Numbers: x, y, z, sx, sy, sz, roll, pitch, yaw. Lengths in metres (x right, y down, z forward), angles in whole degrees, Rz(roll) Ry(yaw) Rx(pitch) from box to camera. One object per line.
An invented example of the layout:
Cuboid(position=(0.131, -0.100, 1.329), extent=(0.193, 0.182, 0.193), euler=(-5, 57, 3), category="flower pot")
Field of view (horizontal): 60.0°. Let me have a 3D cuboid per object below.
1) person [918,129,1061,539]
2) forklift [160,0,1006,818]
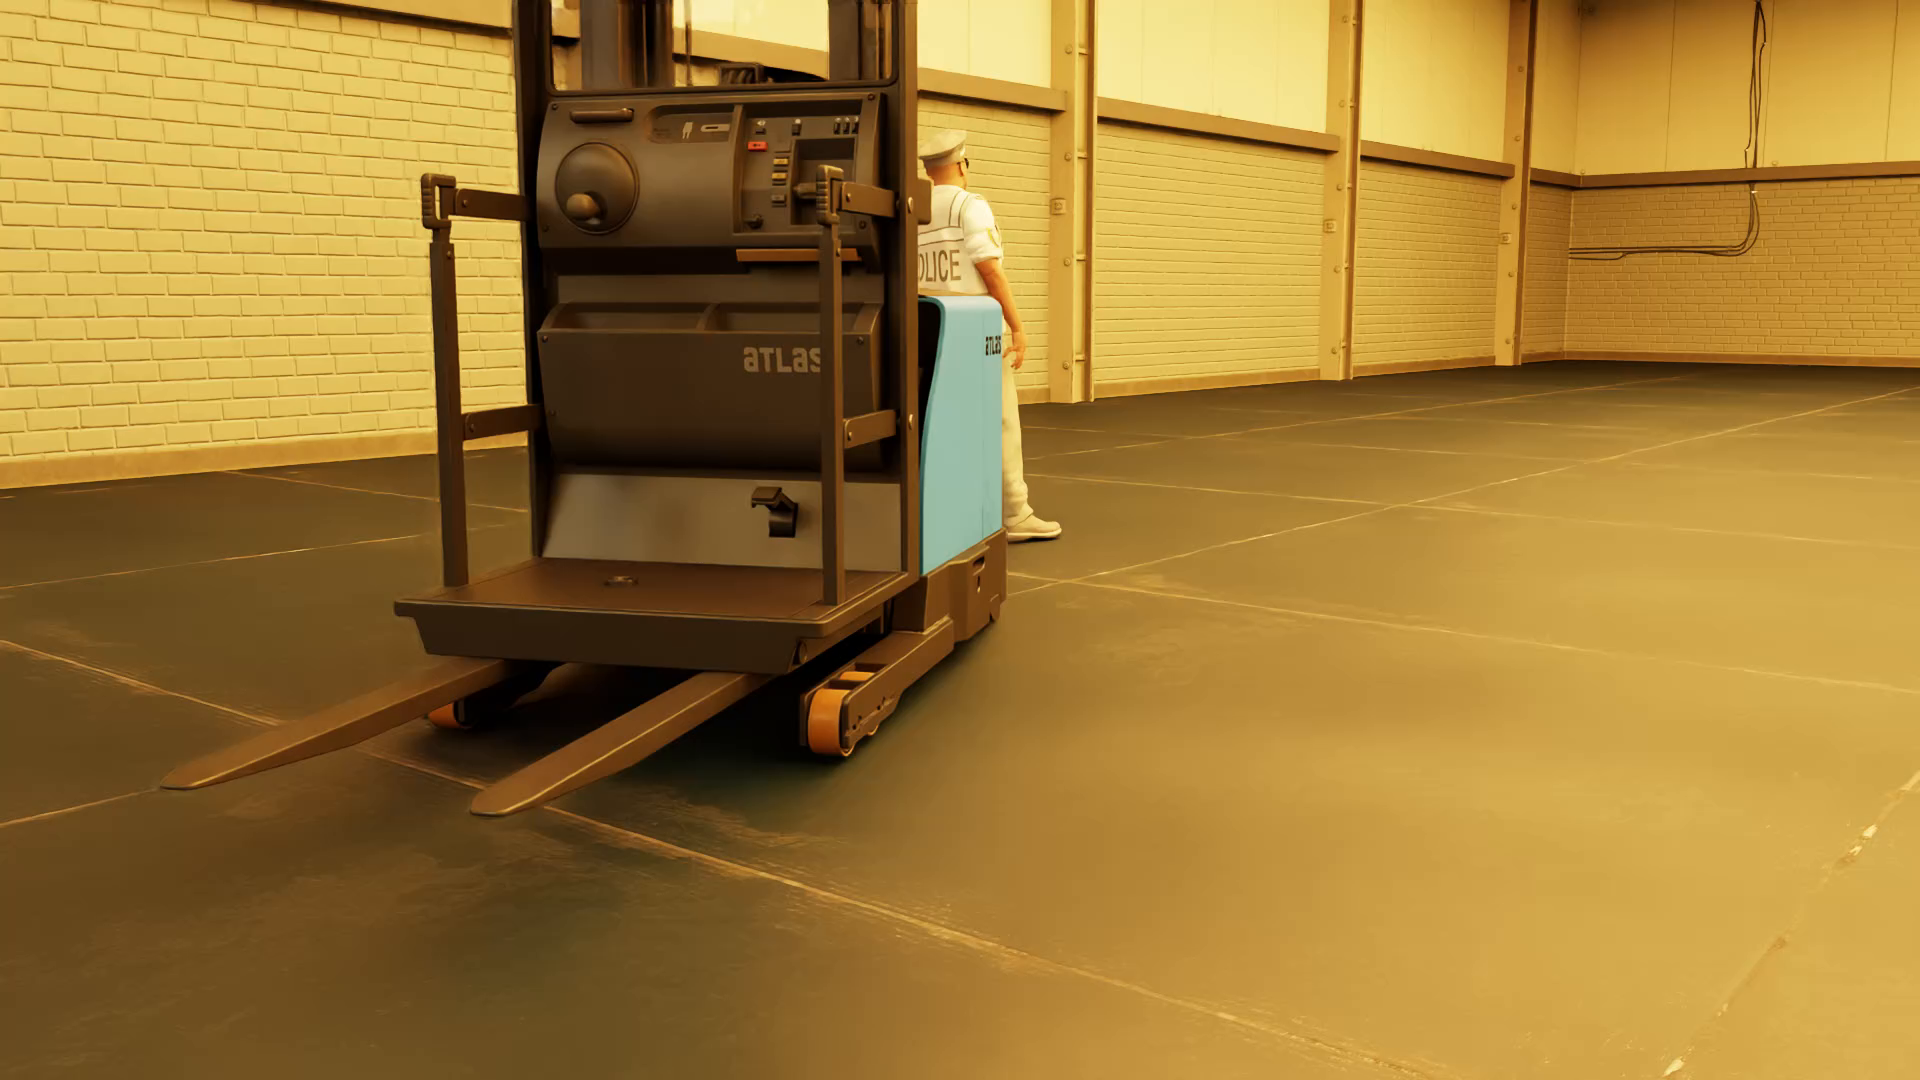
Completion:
Cuboid(position=(0.058, -0.896, 7.328), extent=(0.641, 1.779, 0.574), euler=(7, 11, 38), category="person")
Cuboid(position=(-0.709, -0.999, 4.110), extent=(1.130, 2.935, 3.031), euler=(2, 9, 14), category="forklift")
